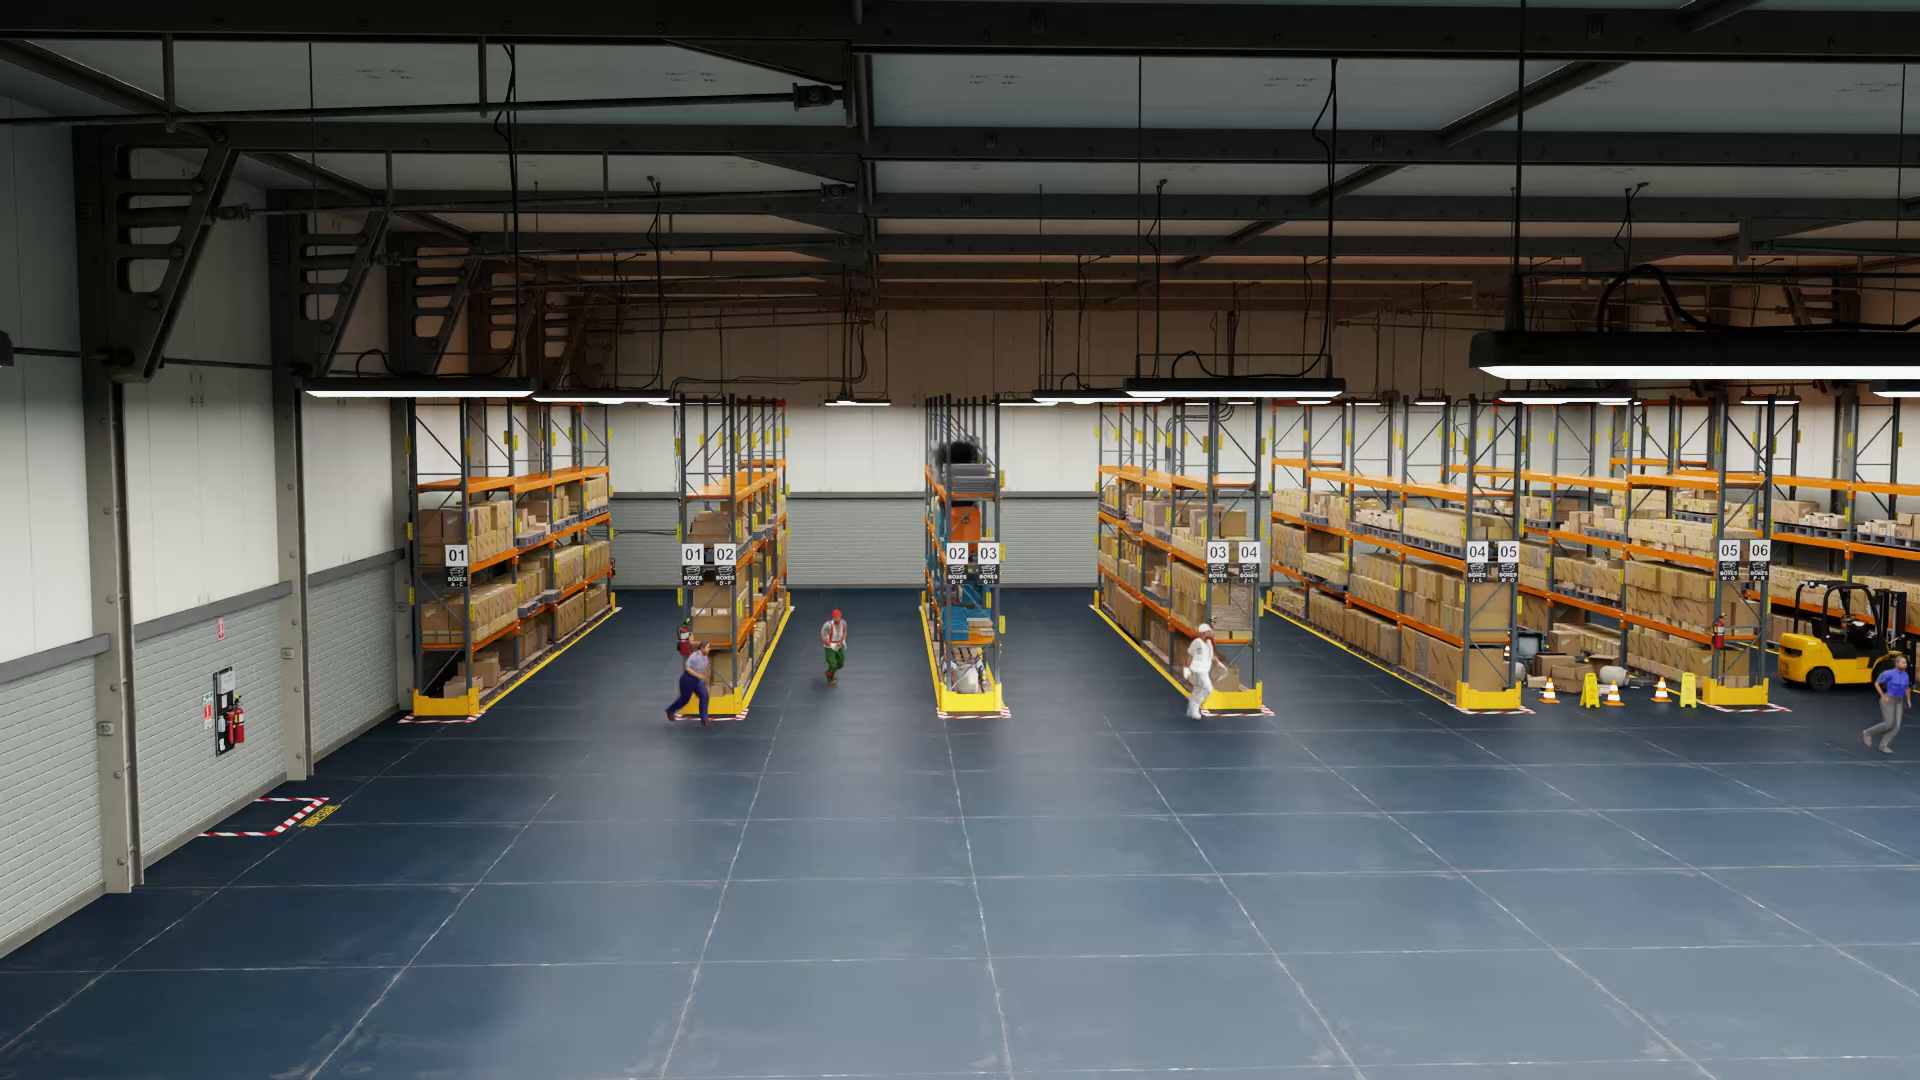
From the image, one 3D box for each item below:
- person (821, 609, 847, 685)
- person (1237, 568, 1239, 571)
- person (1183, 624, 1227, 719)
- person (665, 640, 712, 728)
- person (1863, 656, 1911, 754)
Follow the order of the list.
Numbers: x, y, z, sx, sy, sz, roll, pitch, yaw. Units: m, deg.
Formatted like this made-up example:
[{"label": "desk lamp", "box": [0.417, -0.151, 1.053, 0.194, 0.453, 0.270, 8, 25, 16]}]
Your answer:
[{"label": "person", "box": [-2.628, 2.201, 34.280, 0.637, 1.618, 0.891, -3, 6, -36]}, {"label": "person", "box": [8.310, 1.092, 48.524, 0.822, 1.646, 0.647, -2, 5, -28]}, {"label": "person", "box": [4.496, 2.413, 30.577, 0.720, 1.755, 0.648, 2, 5, 29]}, {"label": "person", "box": [-4.892, 2.671, 30.014, 0.980, 1.458, 0.639, 2, 5, 24]}, {"label": "person", "box": [15.575, 2.734, 27.835, 0.667, 1.612, 0.546, -2, 5, -20]}]
